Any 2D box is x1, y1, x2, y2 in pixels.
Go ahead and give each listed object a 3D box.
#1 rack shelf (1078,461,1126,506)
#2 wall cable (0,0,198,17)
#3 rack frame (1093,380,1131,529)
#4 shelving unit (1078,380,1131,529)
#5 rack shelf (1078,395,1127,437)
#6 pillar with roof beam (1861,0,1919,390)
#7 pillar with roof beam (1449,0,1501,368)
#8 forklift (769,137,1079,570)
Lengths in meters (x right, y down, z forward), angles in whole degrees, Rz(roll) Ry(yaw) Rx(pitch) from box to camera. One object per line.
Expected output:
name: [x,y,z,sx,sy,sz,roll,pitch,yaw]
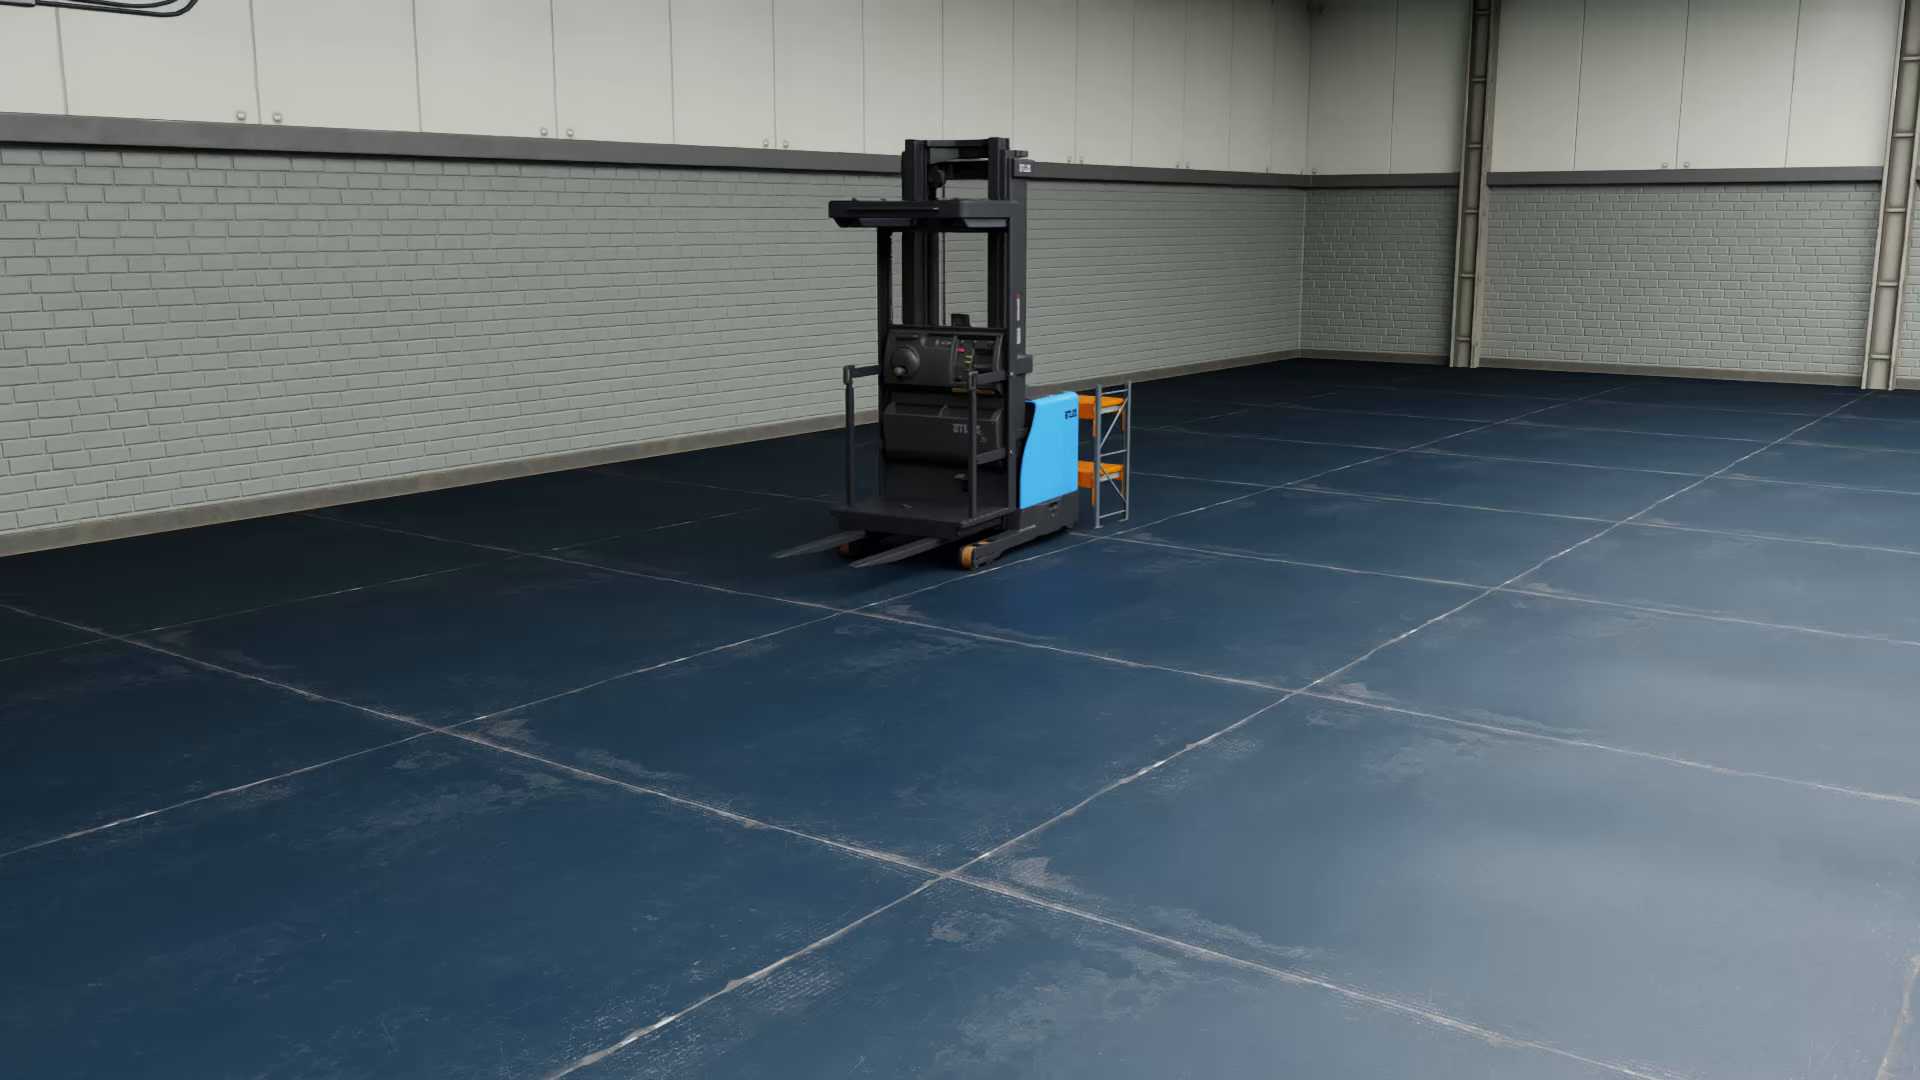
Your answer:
rack shelf: [0.784,-0.496,13.420,1.000,0.278,0.538,8,13,35]
wall cable: [-6.363,-6.083,11.329,0.169,6.003,2.305,8,13,36]
rack frame: [1.198,-0.680,13.083,0.032,1.125,0.500,8,13,35]
shelving unit: [0.785,-0.736,13.373,1.048,1.125,0.538,8,13,35]
rack shelf: [0.785,-1.024,13.318,1.000,0.278,0.538,8,13,35]
pillar with roof beam: [10.529,-5.917,19.424,0.400,9.000,9.100,8,13,36]
pillar with roof beam: [5.693,-6.592,22.910,0.400,9.000,9.100,8,13,36]
forklift: [-0.222,-1.331,11.691,1.130,2.935,3.031,6,12,28]
